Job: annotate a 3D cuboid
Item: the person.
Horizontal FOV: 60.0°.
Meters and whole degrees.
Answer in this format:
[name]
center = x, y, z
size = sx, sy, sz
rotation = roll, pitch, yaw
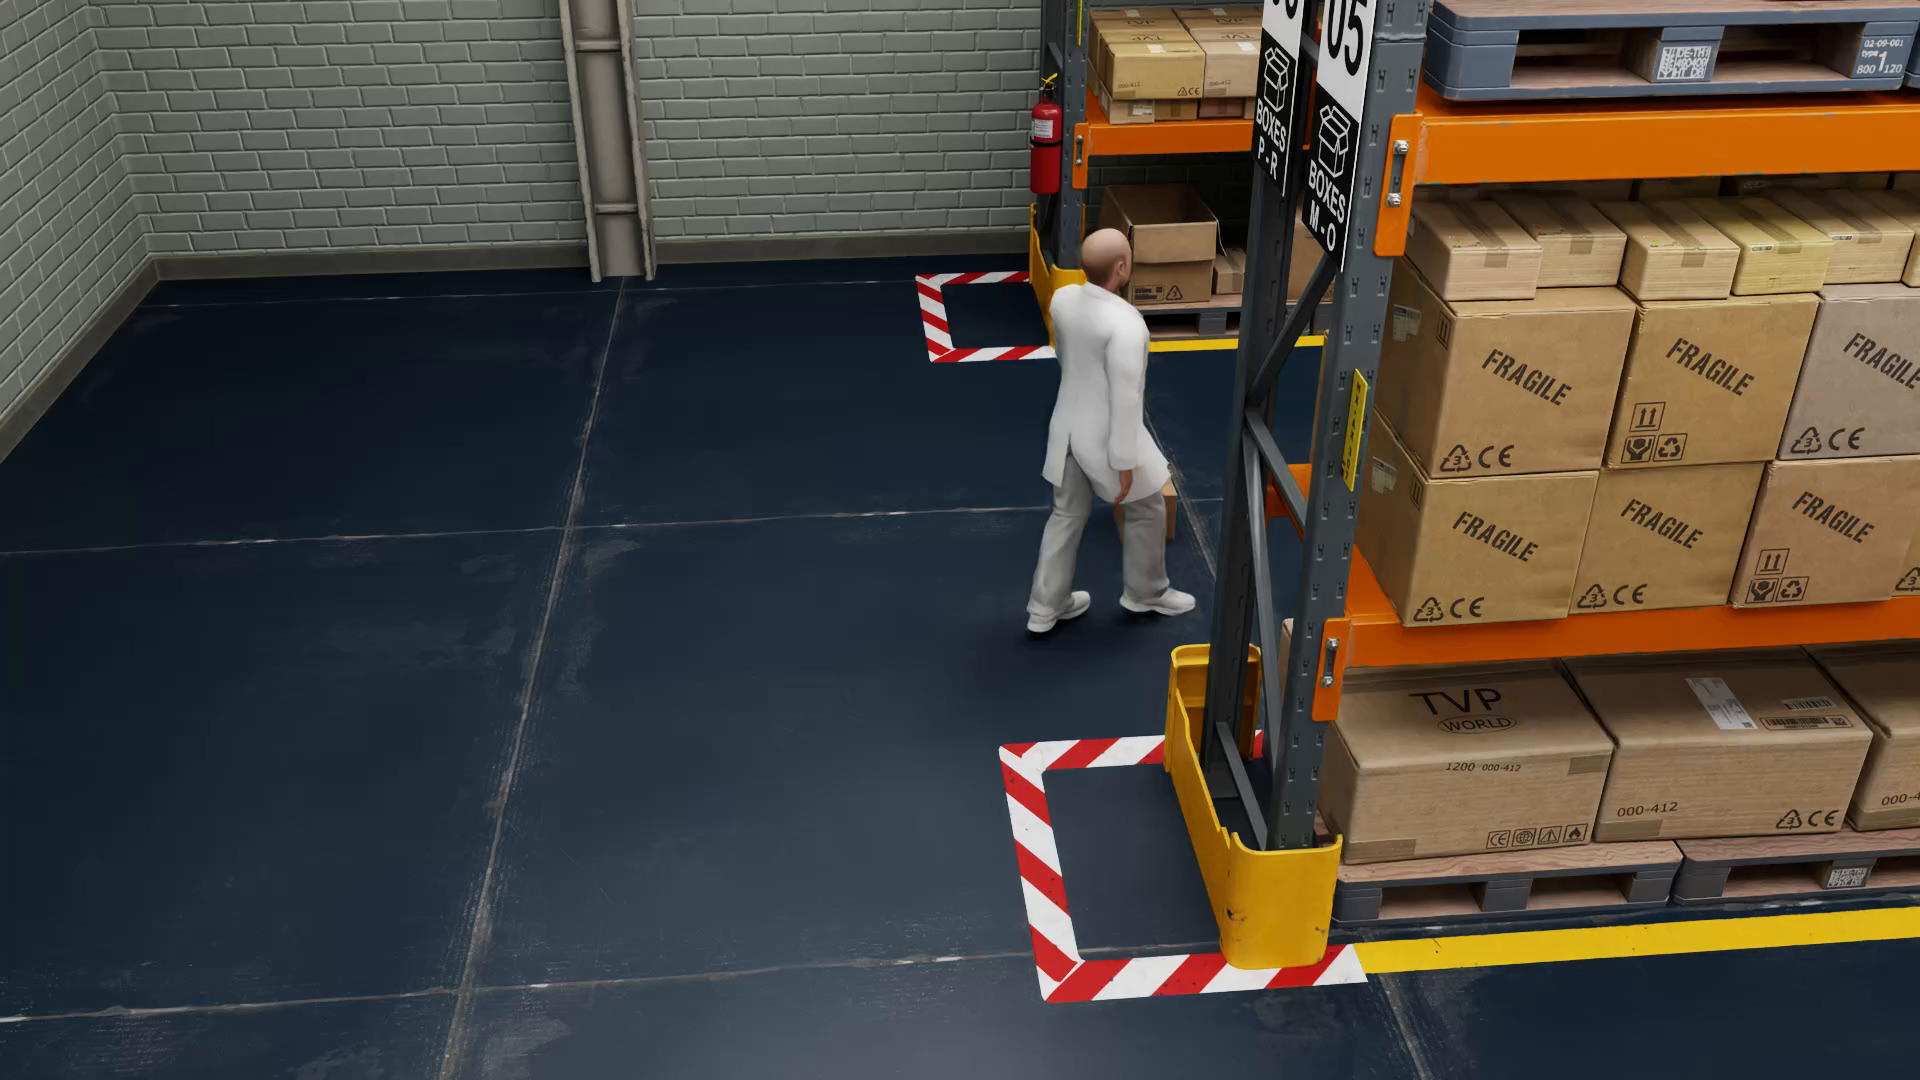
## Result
[person]
center = 0.619, -0.443, 6.895
size = 0.783, 1.798, 0.669
rotation = -21, 37, -31
